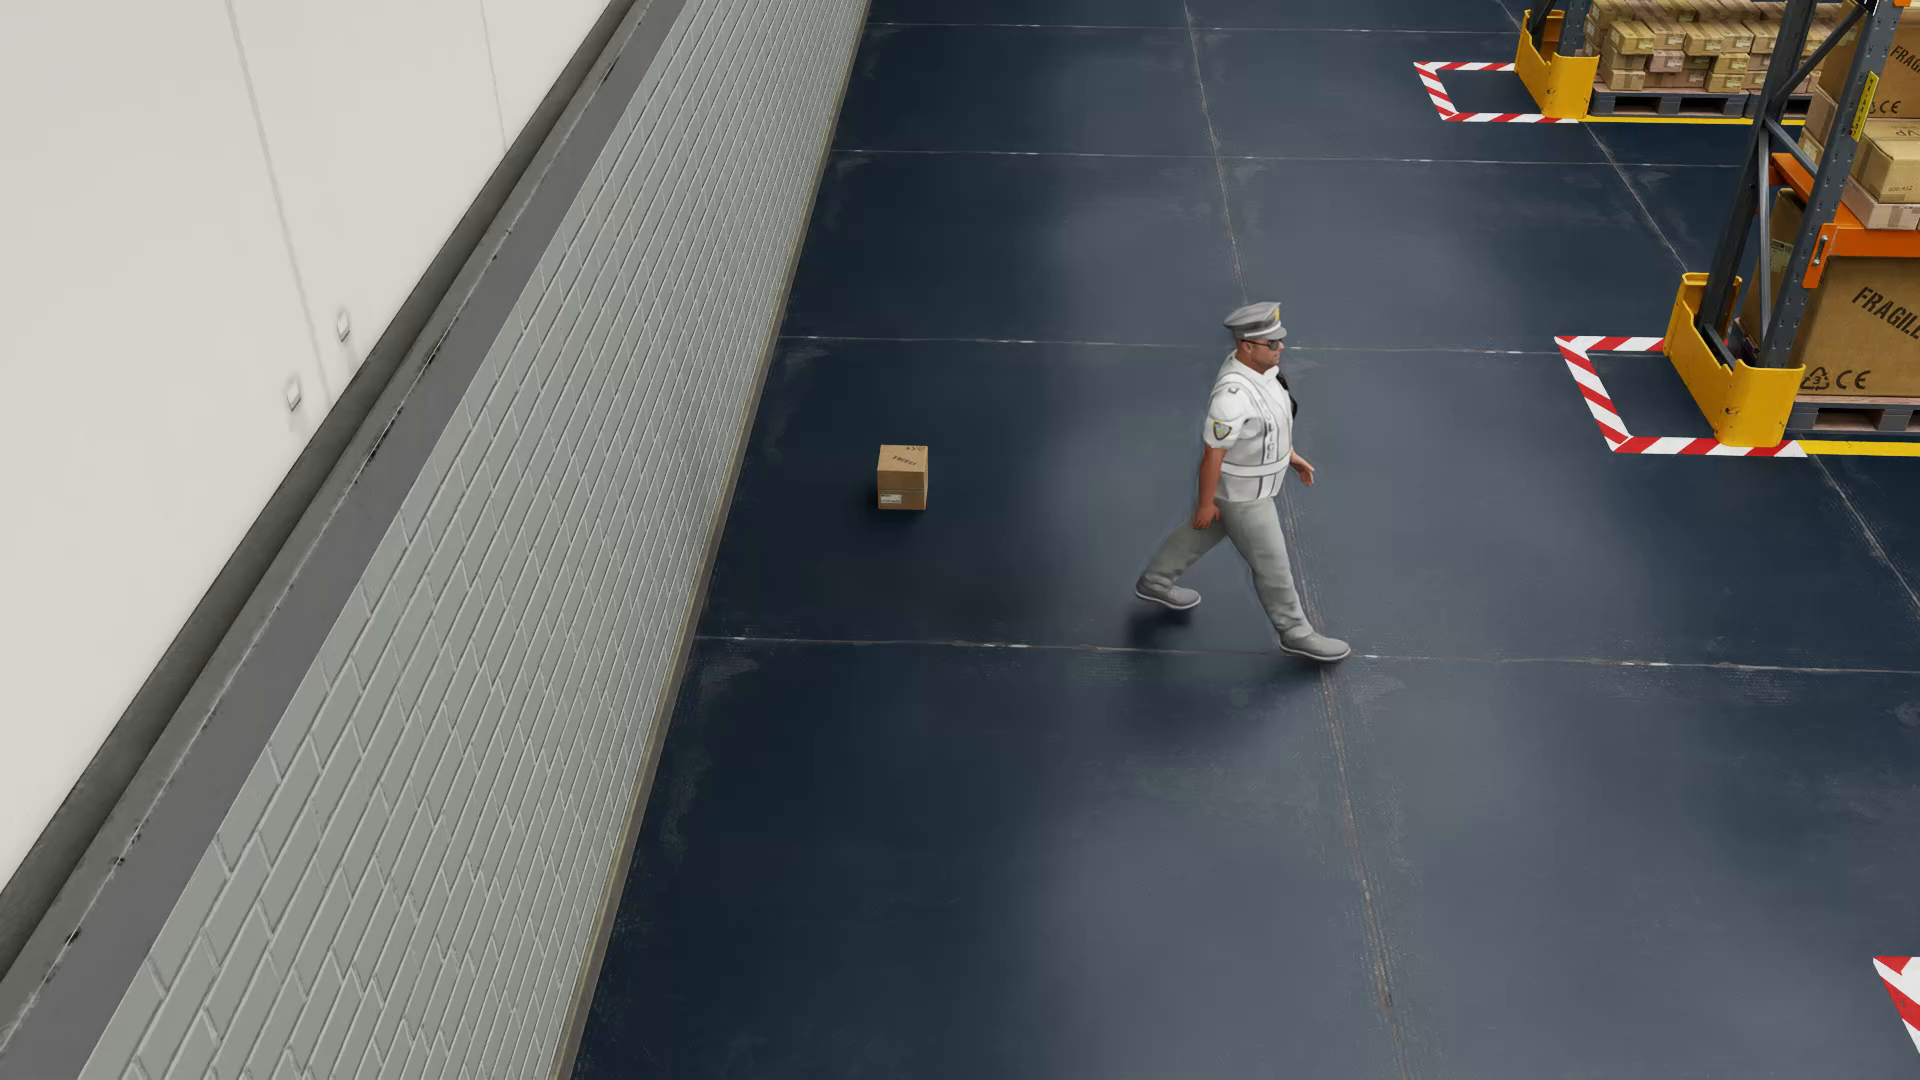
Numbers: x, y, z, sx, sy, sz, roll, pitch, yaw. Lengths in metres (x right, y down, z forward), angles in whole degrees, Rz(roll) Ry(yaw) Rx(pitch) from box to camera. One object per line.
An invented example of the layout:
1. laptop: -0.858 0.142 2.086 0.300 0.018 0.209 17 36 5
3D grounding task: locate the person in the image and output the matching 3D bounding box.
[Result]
1. person: 1.346 -0.293 7.479 1.051 1.706 0.547 10 37 13
